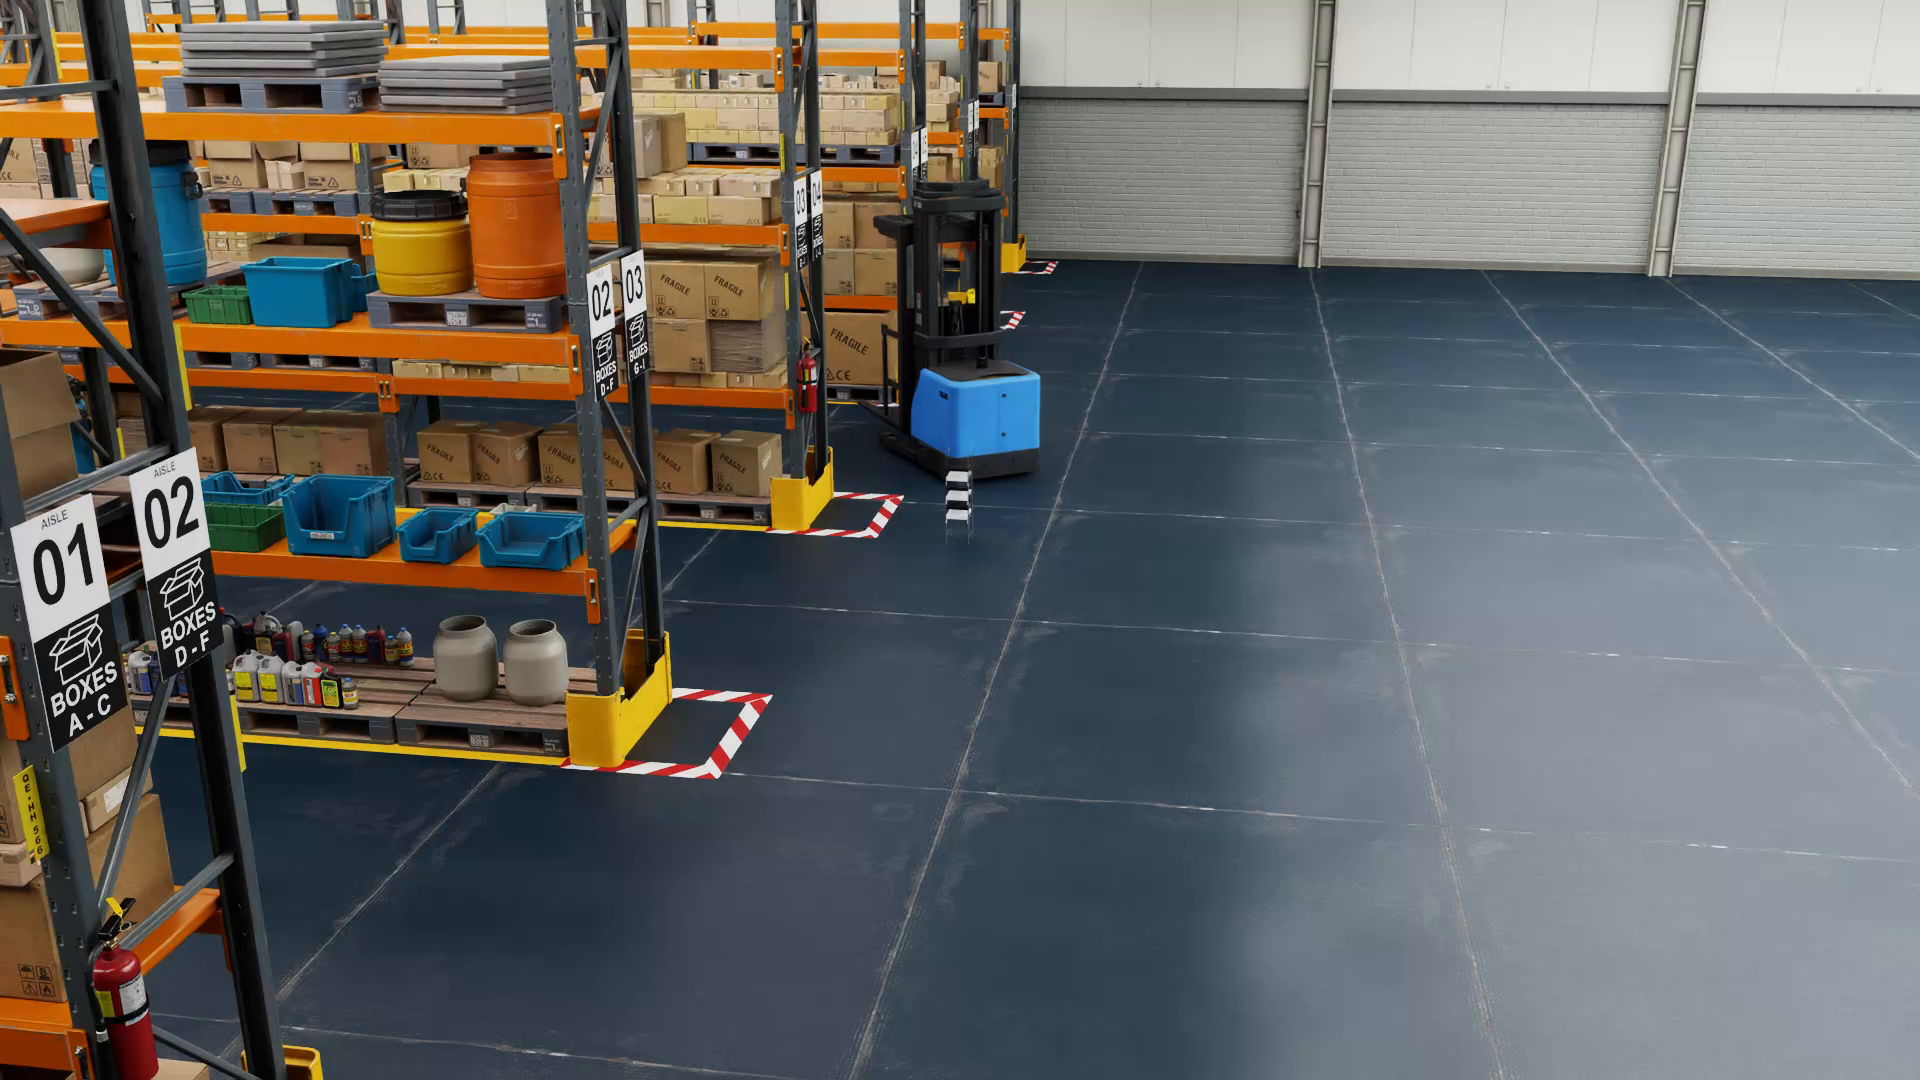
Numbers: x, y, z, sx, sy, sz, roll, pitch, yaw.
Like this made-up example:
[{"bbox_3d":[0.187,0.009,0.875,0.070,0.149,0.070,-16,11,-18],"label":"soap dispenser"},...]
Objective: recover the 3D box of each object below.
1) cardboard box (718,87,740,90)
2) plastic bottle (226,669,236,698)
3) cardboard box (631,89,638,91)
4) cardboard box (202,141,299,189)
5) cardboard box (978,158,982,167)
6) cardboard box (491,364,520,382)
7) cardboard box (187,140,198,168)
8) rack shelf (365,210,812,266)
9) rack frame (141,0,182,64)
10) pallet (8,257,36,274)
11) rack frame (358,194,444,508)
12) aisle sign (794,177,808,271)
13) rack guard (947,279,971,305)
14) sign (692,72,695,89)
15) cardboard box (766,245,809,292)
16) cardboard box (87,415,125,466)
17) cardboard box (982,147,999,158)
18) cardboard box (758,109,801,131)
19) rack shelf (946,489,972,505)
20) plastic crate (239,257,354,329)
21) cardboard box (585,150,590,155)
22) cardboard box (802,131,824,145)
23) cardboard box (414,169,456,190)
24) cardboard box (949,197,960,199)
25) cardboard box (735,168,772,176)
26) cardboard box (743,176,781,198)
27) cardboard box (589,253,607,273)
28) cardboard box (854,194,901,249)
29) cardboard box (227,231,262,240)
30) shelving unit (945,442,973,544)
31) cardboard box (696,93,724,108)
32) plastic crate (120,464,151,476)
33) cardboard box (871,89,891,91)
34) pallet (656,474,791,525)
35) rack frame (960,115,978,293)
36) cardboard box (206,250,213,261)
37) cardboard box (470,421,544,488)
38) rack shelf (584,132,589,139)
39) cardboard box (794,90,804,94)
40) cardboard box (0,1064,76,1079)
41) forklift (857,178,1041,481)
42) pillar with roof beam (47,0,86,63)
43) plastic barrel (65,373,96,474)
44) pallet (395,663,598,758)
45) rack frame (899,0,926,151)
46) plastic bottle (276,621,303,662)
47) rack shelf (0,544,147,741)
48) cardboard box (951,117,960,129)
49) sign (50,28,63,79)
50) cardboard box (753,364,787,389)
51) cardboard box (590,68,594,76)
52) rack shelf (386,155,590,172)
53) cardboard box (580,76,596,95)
[{"bbox_3d":[-3.464,-6.730,25.050,0.250,0.149,0.380,3,19,10],"label":"cardboard box"},{"bbox_3d":[-4.976,0.980,11.311,0.097,0.201,0.097,0,18,0],"label":"plastic bottle"},{"bbox_3d":[-4.085,-5.450,20.404,0.250,0.149,0.380,3,19,8],"label":"cardboard box"},{"bbox_3d":[-6.762,-3.664,15.922,0.637,0.503,0.797,4,19,11],"label":"cardboard box"},{"bbox_3d":[0.277,-6.639,29.184,0.250,0.149,0.380,3,19,10],"label":"cardboard box"},{"bbox_3d":[-4.234,-1.612,15.736,0.250,0.149,0.380,3,19,9],"label":"cardboard box"},{"bbox_3d":[-7.828,-3.802,16.214,0.500,0.500,0.500,3,19,10],"label":"cardboard box"},{"bbox_3d":[-3.409,-2.872,15.514,4.000,0.370,1.077,3,19,9],"label":"rack shelf"},{"bbox_3d":[-14.876,-10.001,30.957,0.127,3.000,1.000,3,19,9],"label":"rack frame"},{"bbox_3d":[-11.664,-3.668,21.788,1.213,0.211,1.003,3,19,9],"label":"pallet"},{"bbox_3d":[-5.384,-1.892,16.177,0.127,3.000,1.000,3,19,9],"label":"rack frame"},{"bbox_3d":[-1.421,-2.826,14.872,0.004,0.787,0.394,3,19,9],"label":"aisle sign"},{"bbox_3d":[0.063,-3.614,25.262,0.348,0.500,1.175,3,19,9],"label":"rack guard"},{"bbox_3d":[-3.896,-6.677,24.315,0.005,0.325,0.100,3,19,9],"label":"sign"},{"bbox_3d":[-2.001,-3.403,20.458,0.550,0.550,0.875,3,19,9],"label":"cardboard box"},{"bbox_3d":[-8.668,-1.089,17.023,0.500,0.500,0.700,2,19,6],"label":"cardboard box"},{"bbox_3d":[0.534,-6.799,29.193,0.250,0.149,0.380,3,19,9],"label":"cardboard box"},{"bbox_3d":[-2.065,-4.966,19.586,0.500,0.250,0.500,3,19,8],"label":"cardboard box"},{"bbox_3d":[-0.008,-0.396,15.119,0.200,0.077,0.258,3,19,9],"label":"rack shelf"},{"bbox_3d":[-4.150,-1.555,10.469,0.575,0.384,0.392,3,19,9],"label":"plastic crate"},{"bbox_3d":[-6.709,-7.000,30.263,0.250,0.149,0.380,3,19,10],"label":"cardboard box"},{"bbox_3d":[-1.682,-4.738,19.533,0.250,0.149,0.380,3,19,9],"label":"cardboard box"},{"bbox_3d":[-4.838,-3.327,15.348,0.250,0.149,0.380,2,19,6],"label":"cardboard box"},{"bbox_3d":[-0.286,-5.094,25.122,0.500,0.500,0.500,3,19,8],"label":"cardboard box"},{"bbox_3d":[-1.910,-3.361,15.447,0.250,0.149,0.380,3,19,10],"label":"cardboard box"},{"bbox_3d":[-1.758,-3.147,14.809,0.250,0.149,0.380,3,19,9],"label":"cardboard box"},{"bbox_3d":[-3.497,-2.380,15.435,0.500,0.500,0.500,3,19,9],"label":"cardboard box"},{"bbox_3d":[-0.908,-3.853,20.101,0.550,0.550,0.875,3,19,9],"label":"cardboard box"},{"bbox_3d":[-9.003,-3.885,20.931,0.250,0.149,0.380,2,19,6],"label":"cardboard box"},{"bbox_3d":[-0.008,-0.427,15.108,0.210,0.900,0.258,3,19,9],"label":"shelving unit"},{"bbox_3d":[-2.935,-5.180,19.597,0.250,0.149,0.380,3,19,9],"label":"cardboard box"},{"bbox_3d":[-5.673,-0.244,11.351,0.504,0.338,0.767,3,19,9],"label":"plastic crate"},{"bbox_3d":[-1.165,-6.616,24.709,0.250,0.149,0.380,3,19,8],"label":"cardboard box"},{"bbox_3d":[-2.306,-0.424,16.184,1.213,0.211,1.003,3,19,9],"label":"pallet"},{"bbox_3d":[0.138,-4.795,24.854,0.127,3.000,1.000,3,19,9],"label":"rack frame"},{"bbox_3d":[-9.505,-3.629,21.102,0.250,0.149,0.380,3,19,10],"label":"cardboard box"},{"bbox_3d":[-4.428,-0.846,16.330,0.500,0.500,0.500,9,21,26],"label":"cardboard box"},{"bbox_3d":[-5.786,-6.178,25.395,4.000,0.370,1.077,3,19,9],"label":"rack shelf"},{"bbox_3d":[-1.830,-5.335,20.061,0.250,0.149,0.380,3,19,8],"label":"cardboard box"},{"bbox_3d":[-3.586,2.228,6.353,0.500,0.500,0.500,3,19,9],"label":"cardboard box"},{"bbox_3d":[-0.252,-2.411,17.835,1.130,2.935,3.031,-9,20,-24],"label":"forklift"},{"bbox_3d":[-18.078,-9.070,28.176,0.400,9.000,9.100,3,19,9],"label":"pillar with roof beam"},{"bbox_3d":[-6.503,-0.692,11.801,0.708,0.901,0.600,3,19,9],"label":"plastic barrel"},{"bbox_3d":[-3.104,1.152,11.475,1.213,0.211,1.003,3,19,9],"label":"pallet"},{"bbox_3d":[-0.548,-6.084,19.252,0.127,3.000,1.000,3,19,9],"label":"rack frame"},{"bbox_3d":[-4.819,0.720,11.969,0.135,0.276,0.152,3,19,10],"label":"plastic bottle"},{"bbox_3d":[-4.984,0.231,6.239,4.000,0.370,1.077,3,19,9],"label":"rack shelf"},{"bbox_3d":[-0.138,-6.217,24.772,0.250,0.149,0.380,3,19,9],"label":"cardboard box"},{"bbox_3d":[-6.071,-3.258,11.134,0.005,0.325,0.100,3,19,9],"label":"sign"},{"bbox_3d":[-1.748,-1.521,15.464,0.250,0.149,0.380,3,19,9],"label":"cardboard box"},{"bbox_3d":[-6.301,-8.357,29.794,0.500,0.500,0.500,3,19,9],"label":"cardboard box"},{"bbox_3d":[-6.472,-4.623,20.745,4.000,0.370,1.077,3,19,9],"label":"rack shelf"},{"bbox_3d":[-5.415,-6.818,24.958,0.500,0.250,0.500,3,19,10],"label":"cardboard box"}]
